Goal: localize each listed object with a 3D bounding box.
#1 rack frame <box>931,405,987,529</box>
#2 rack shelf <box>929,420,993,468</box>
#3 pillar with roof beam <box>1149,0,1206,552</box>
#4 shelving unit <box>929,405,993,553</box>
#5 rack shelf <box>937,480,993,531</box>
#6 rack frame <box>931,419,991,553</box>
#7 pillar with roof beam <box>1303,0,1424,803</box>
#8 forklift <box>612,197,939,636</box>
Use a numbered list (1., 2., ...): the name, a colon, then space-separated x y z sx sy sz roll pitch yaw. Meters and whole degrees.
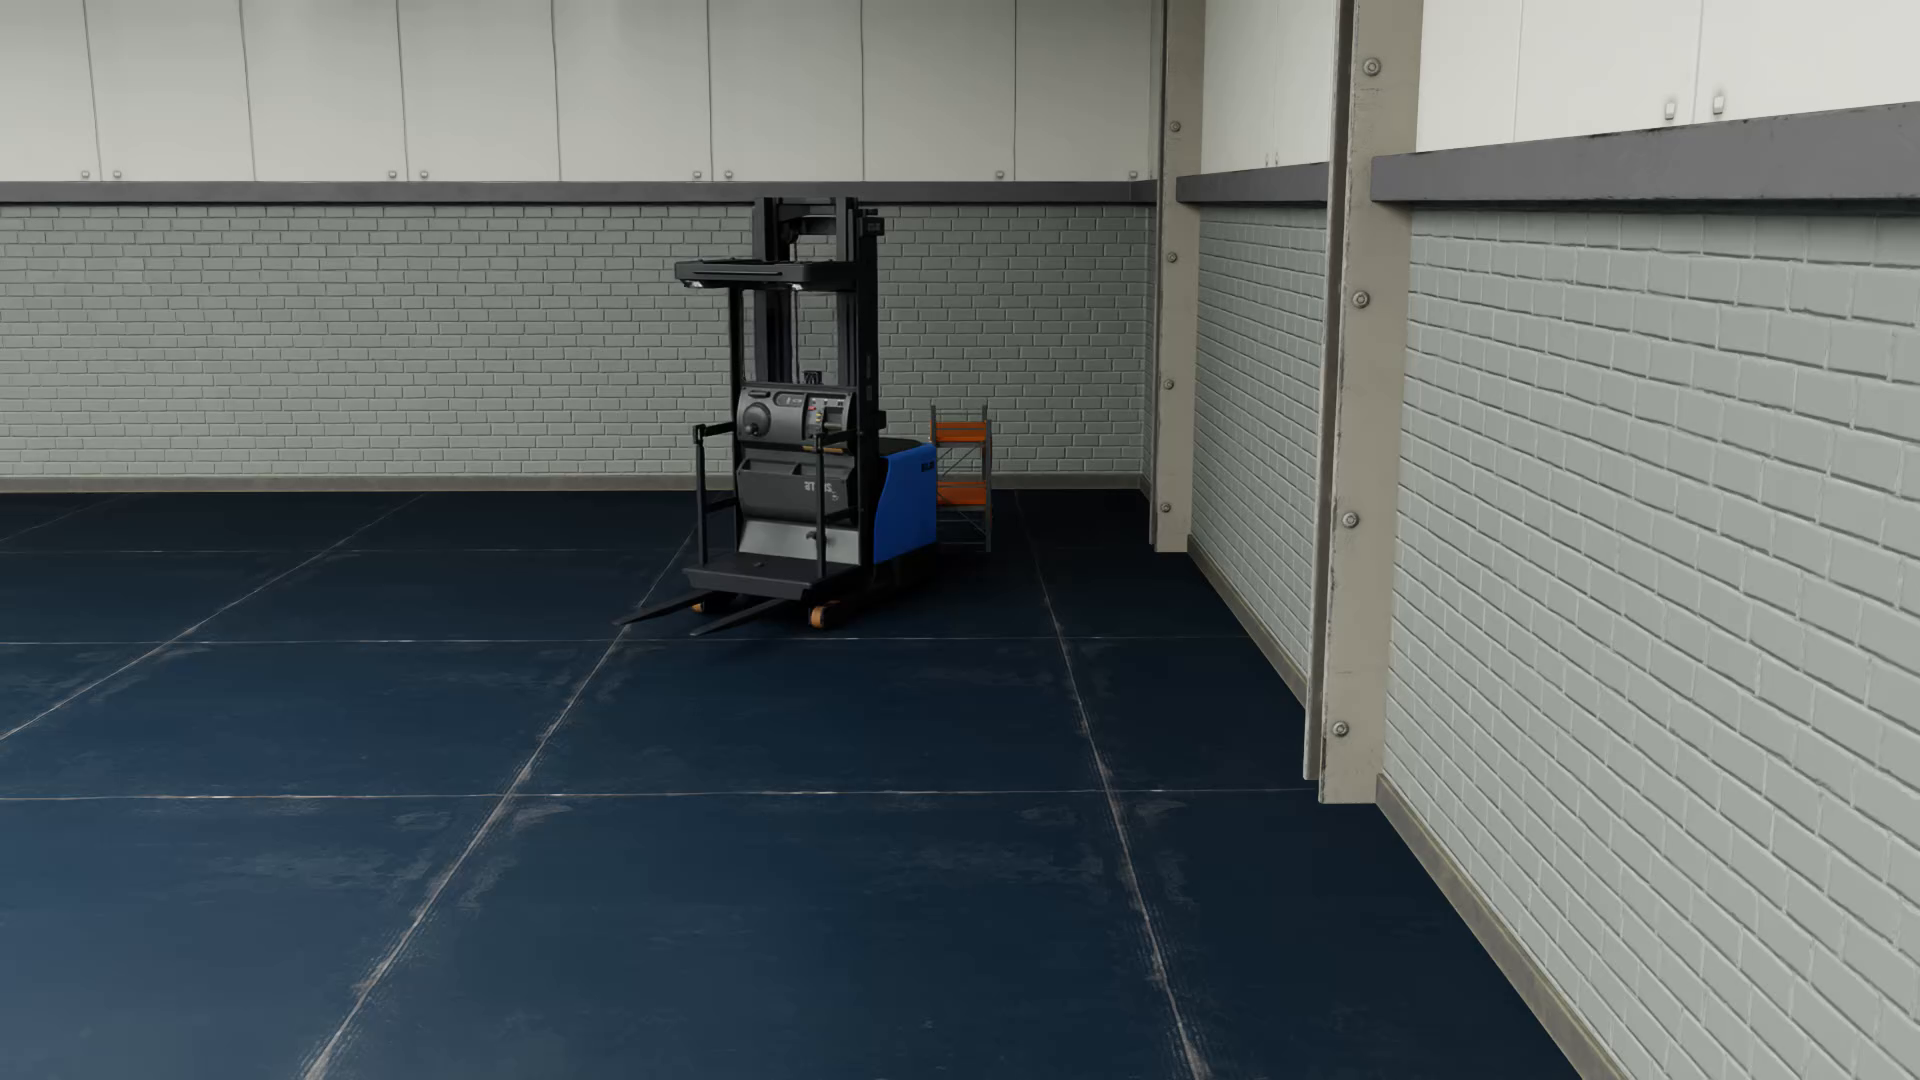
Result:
1. rack frame: -0.010 -0.651 14.939 0.500 1.125 0.032 0 11 -1
2. rack shelf: 0.000 -0.837 14.382 0.538 0.278 1.000 0 11 -1
3. pillar with roof beam: -2.505 -4.330 13.270 9.100 9.000 0.400 0 11 -1
4. shelving unit: 0.000 -0.550 14.441 0.538 1.125 1.048 0 11 -1
5. rack shelf: 0.000 -0.310 14.489 0.538 0.278 1.000 0 11 -1
6. rack frame: 0.011 -0.449 13.943 0.500 1.125 0.032 0 11 -1
7. pillar with roof beam: -2.381 -3.138 7.391 9.100 9.000 0.400 0 11 -1
8. forklift: -1.279 -0.918 11.711 1.130 2.935 3.031 6 13 26
